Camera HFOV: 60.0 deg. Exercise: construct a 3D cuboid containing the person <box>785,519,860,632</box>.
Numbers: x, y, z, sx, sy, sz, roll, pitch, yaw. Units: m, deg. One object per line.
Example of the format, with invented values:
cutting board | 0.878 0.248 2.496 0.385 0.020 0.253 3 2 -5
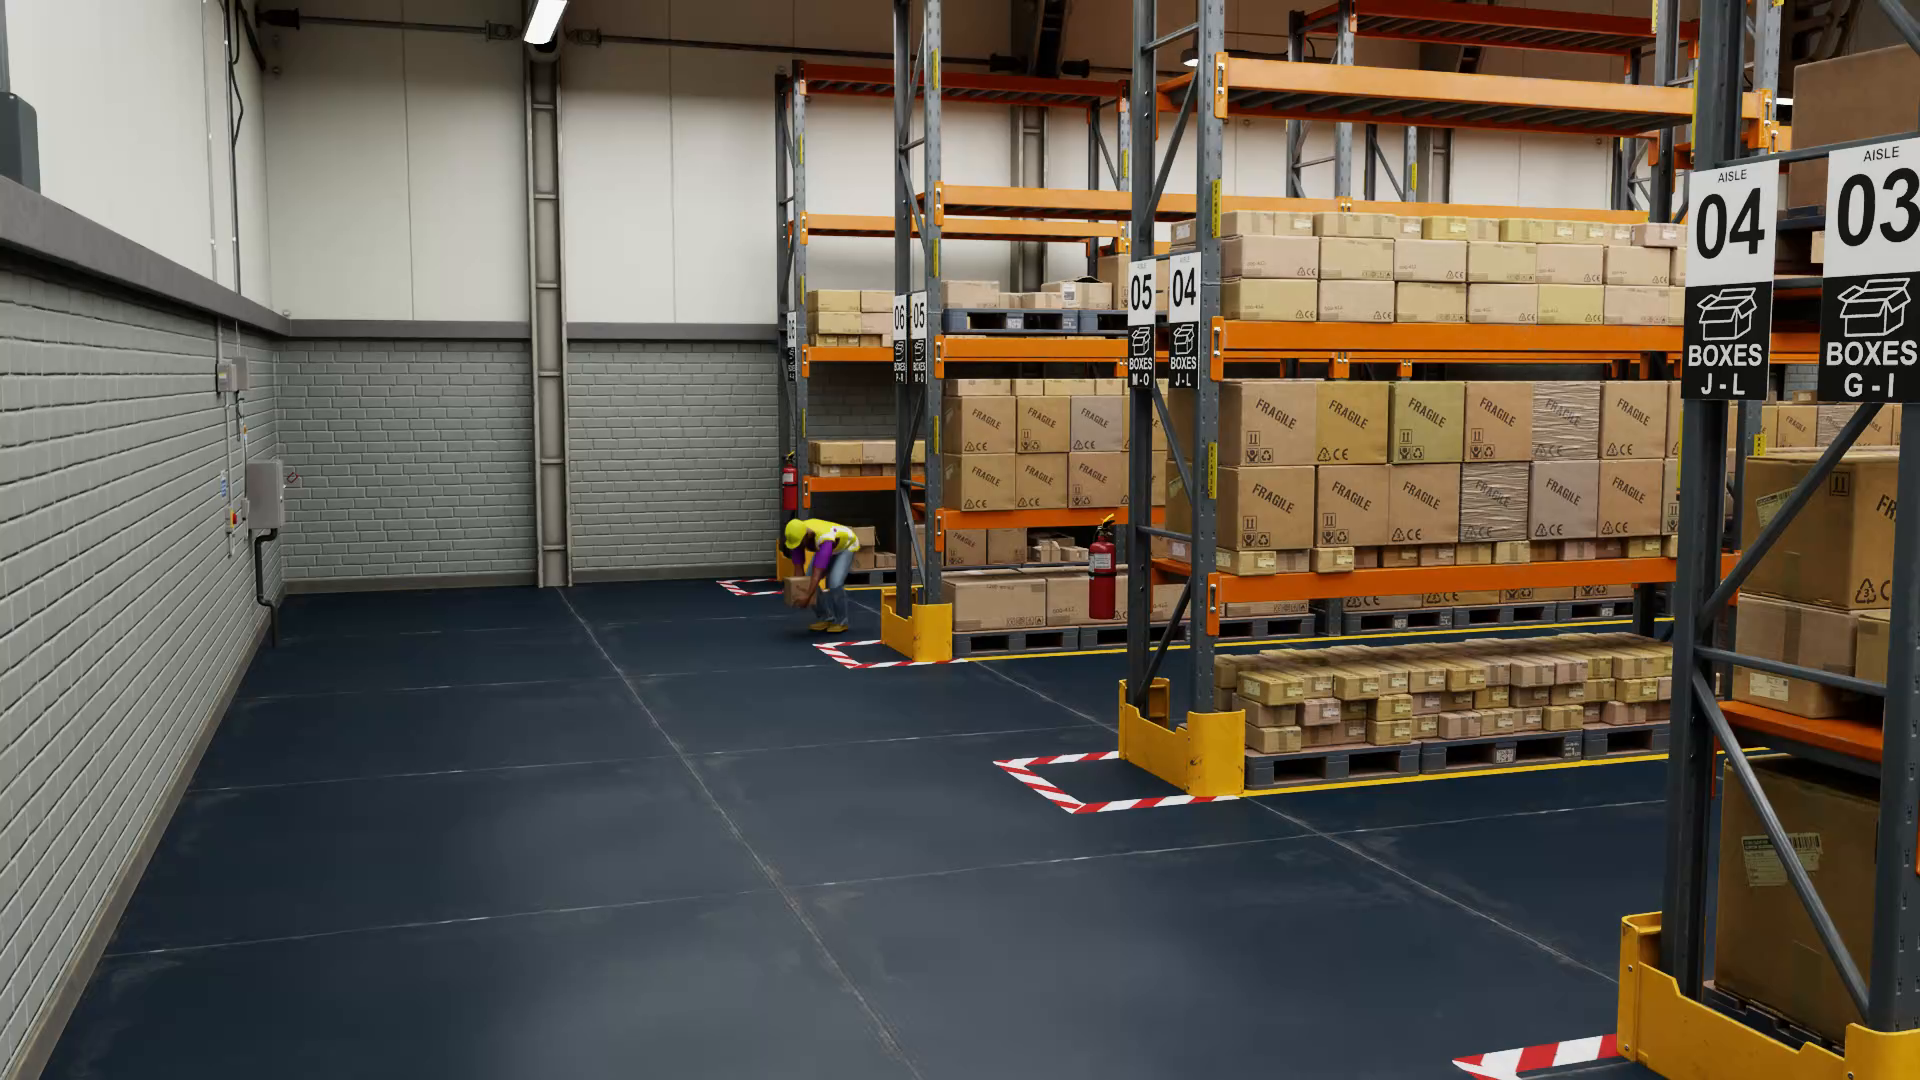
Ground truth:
person | -1.351 0.336 16.020 0.502 1.133 0.963 4 7 32
